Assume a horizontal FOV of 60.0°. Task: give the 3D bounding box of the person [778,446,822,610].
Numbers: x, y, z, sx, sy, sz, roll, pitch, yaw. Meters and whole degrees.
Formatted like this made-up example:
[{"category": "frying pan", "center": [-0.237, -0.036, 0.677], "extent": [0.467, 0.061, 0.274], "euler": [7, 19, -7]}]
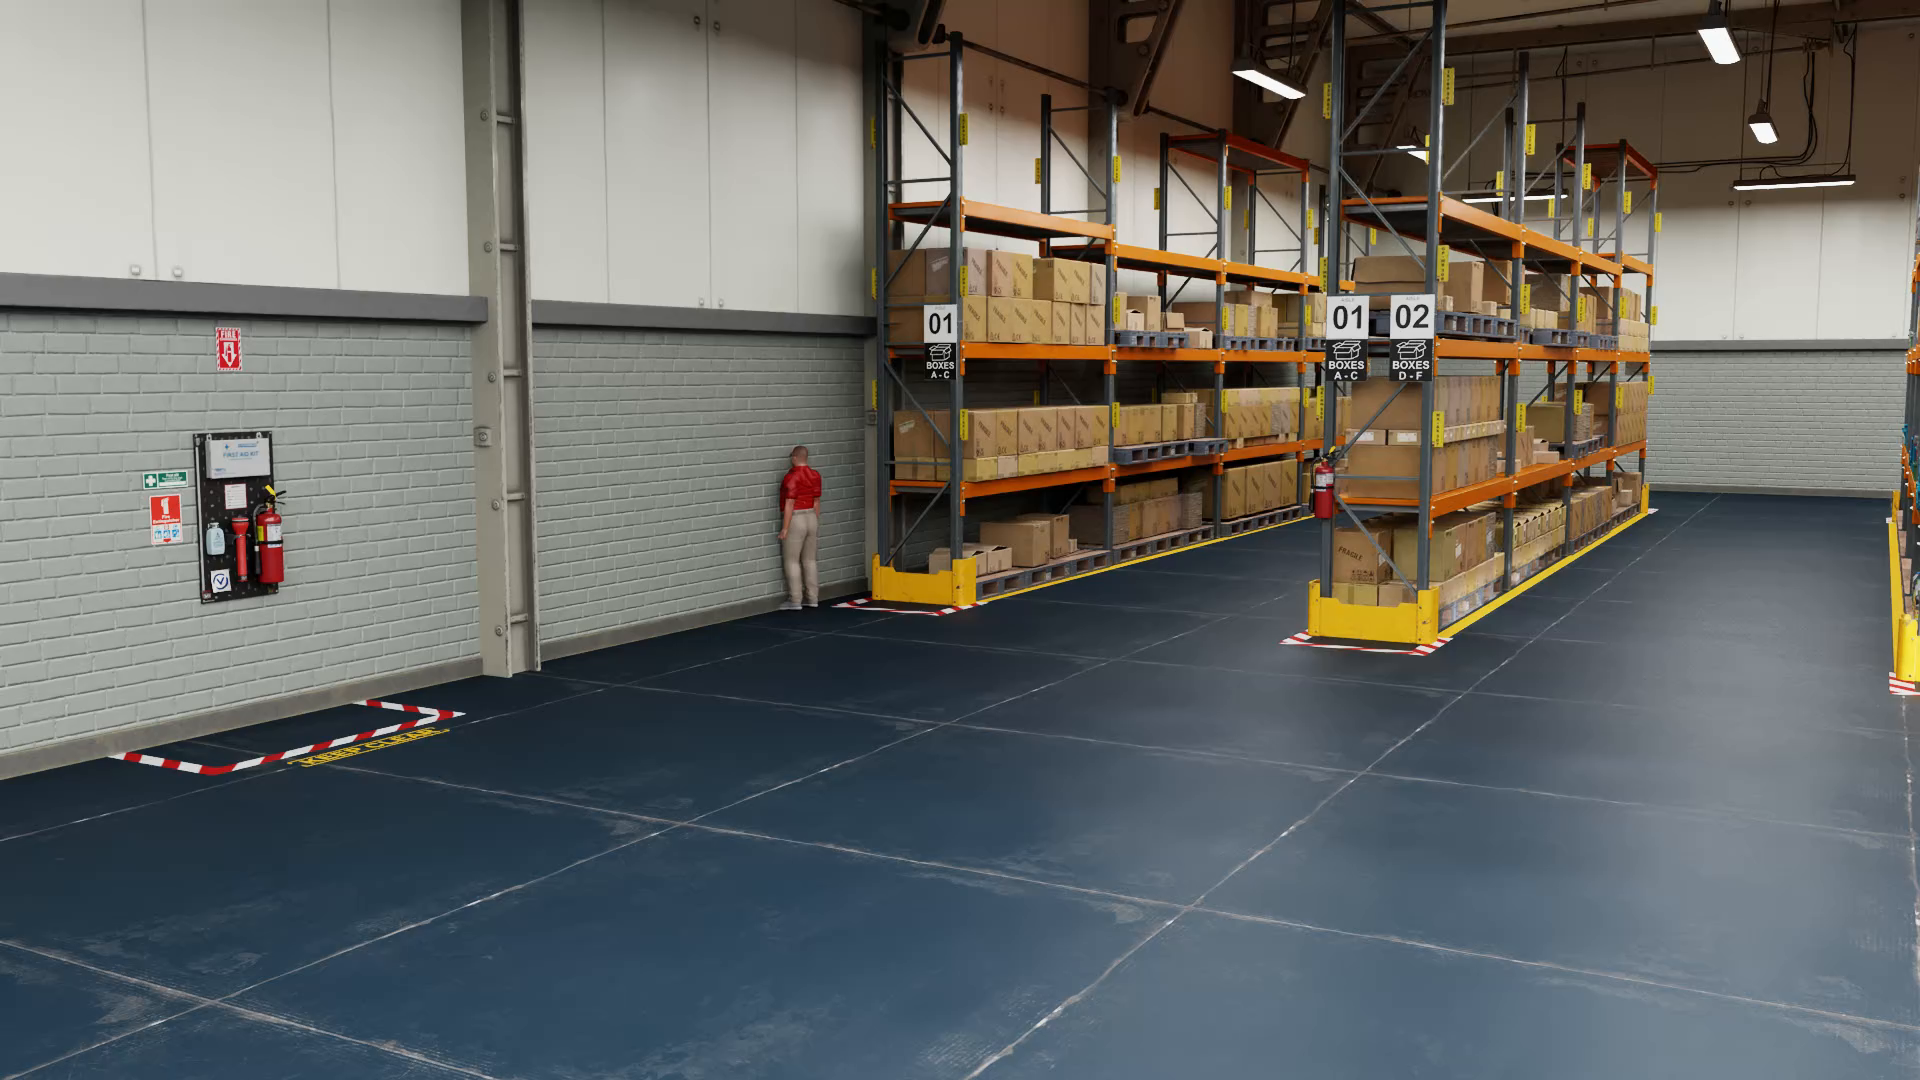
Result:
[{"category": "person", "center": [-1.713, -0.133, 17.513], "extent": [0.379, 1.728, 0.519], "euler": [5, 7, 37]}]
